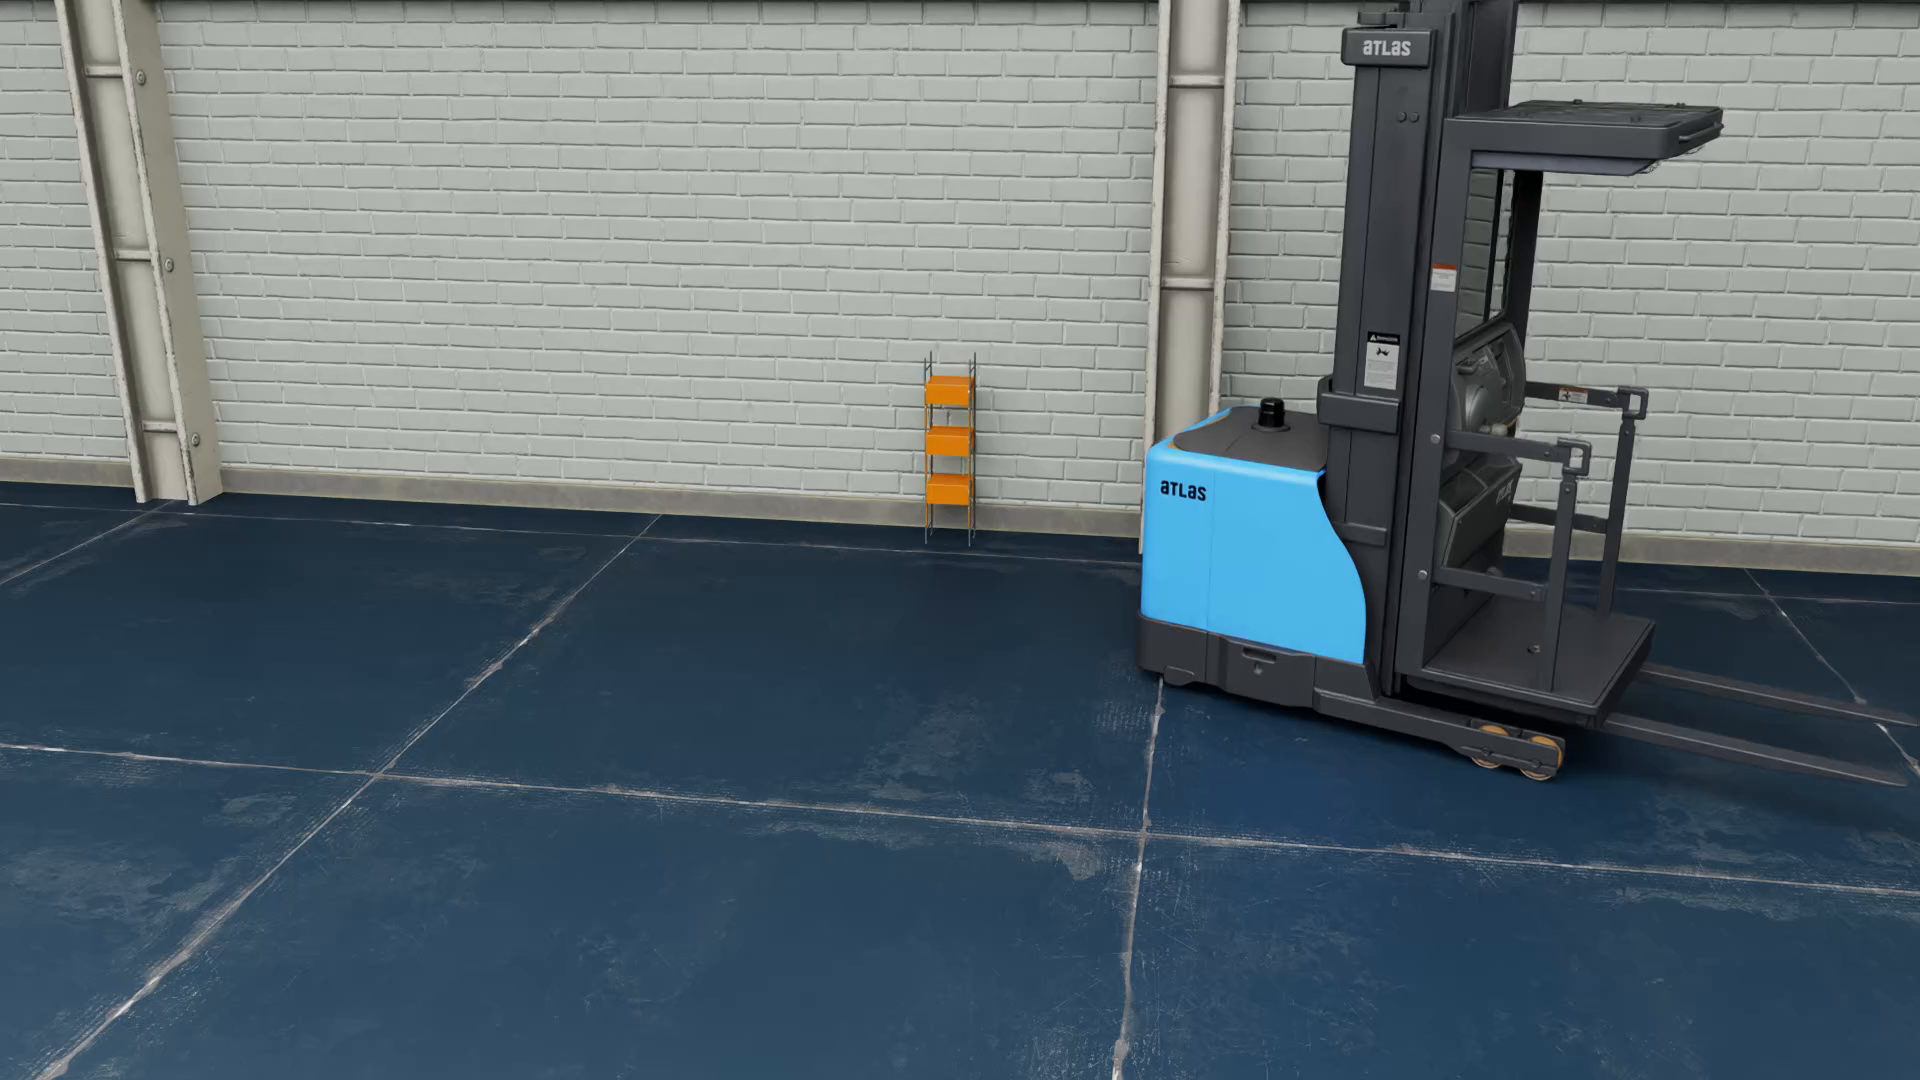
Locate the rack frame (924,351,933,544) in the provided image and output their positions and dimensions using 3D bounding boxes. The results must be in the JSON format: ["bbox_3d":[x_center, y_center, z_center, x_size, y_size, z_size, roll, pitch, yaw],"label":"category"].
[{"bbox_3d":[-0.173,-0.507,9.163,0.008,1.050,0.200,3,19,9],"label":"rack frame"}]

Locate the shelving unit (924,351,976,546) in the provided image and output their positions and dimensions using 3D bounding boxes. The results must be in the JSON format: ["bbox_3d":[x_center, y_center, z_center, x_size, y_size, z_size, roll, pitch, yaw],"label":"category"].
[{"bbox_3d":[-0.053,-0.501,9.145,0.252,1.050,0.215,3,19,9],"label":"shelving unit"}]

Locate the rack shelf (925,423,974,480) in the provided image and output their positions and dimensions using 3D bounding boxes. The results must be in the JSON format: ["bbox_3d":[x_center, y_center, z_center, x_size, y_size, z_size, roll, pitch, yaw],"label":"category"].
[{"bbox_3d":[-0.053,-0.491,9.148,0.240,0.259,0.215,3,19,9],"label":"rack shelf"}]

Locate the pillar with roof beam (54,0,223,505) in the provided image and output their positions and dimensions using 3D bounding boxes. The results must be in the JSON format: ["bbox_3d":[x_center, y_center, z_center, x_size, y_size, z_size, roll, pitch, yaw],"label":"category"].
[{"bbox_3d":[-5.410,-3.185,4.639,0.400,9.000,9.100,3,19,9],"label":"pillar with roof beam"}]

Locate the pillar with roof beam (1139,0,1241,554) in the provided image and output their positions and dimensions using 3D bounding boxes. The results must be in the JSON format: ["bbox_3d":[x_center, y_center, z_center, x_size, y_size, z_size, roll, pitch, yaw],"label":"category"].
[{"bbox_3d":[0.514,-2.883,3.737,0.400,9.000,9.100,3,19,9],"label":"pillar with roof beam"}]

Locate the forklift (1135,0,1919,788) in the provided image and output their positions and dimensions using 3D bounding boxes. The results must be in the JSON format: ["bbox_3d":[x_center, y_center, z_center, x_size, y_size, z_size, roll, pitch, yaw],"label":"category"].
[{"bbox_3d":[2.302,-0.644,6.607,3.031,2.935,1.130,12,22,31],"label":"forklift"}]

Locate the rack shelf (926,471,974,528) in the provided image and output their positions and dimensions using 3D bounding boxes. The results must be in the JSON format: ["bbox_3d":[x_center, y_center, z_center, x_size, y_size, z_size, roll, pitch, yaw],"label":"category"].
[{"bbox_3d":[-0.053,-0.227,9.236,0.240,0.259,0.215,3,19,9],"label":"rack shelf"}]

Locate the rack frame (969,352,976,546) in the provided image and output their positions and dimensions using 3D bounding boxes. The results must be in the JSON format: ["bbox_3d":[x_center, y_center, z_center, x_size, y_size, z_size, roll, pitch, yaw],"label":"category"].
[{"bbox_3d":[0.068,-0.494,9.126,0.008,1.050,0.200,3,19,9],"label":"rack frame"}]

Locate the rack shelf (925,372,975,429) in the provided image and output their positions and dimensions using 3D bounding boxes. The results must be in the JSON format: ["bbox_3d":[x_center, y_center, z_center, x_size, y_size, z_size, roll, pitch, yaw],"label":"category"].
[{"bbox_3d":[-0.053,-0.760,9.058,0.240,0.259,0.215,3,19,9],"label":"rack shelf"}]
